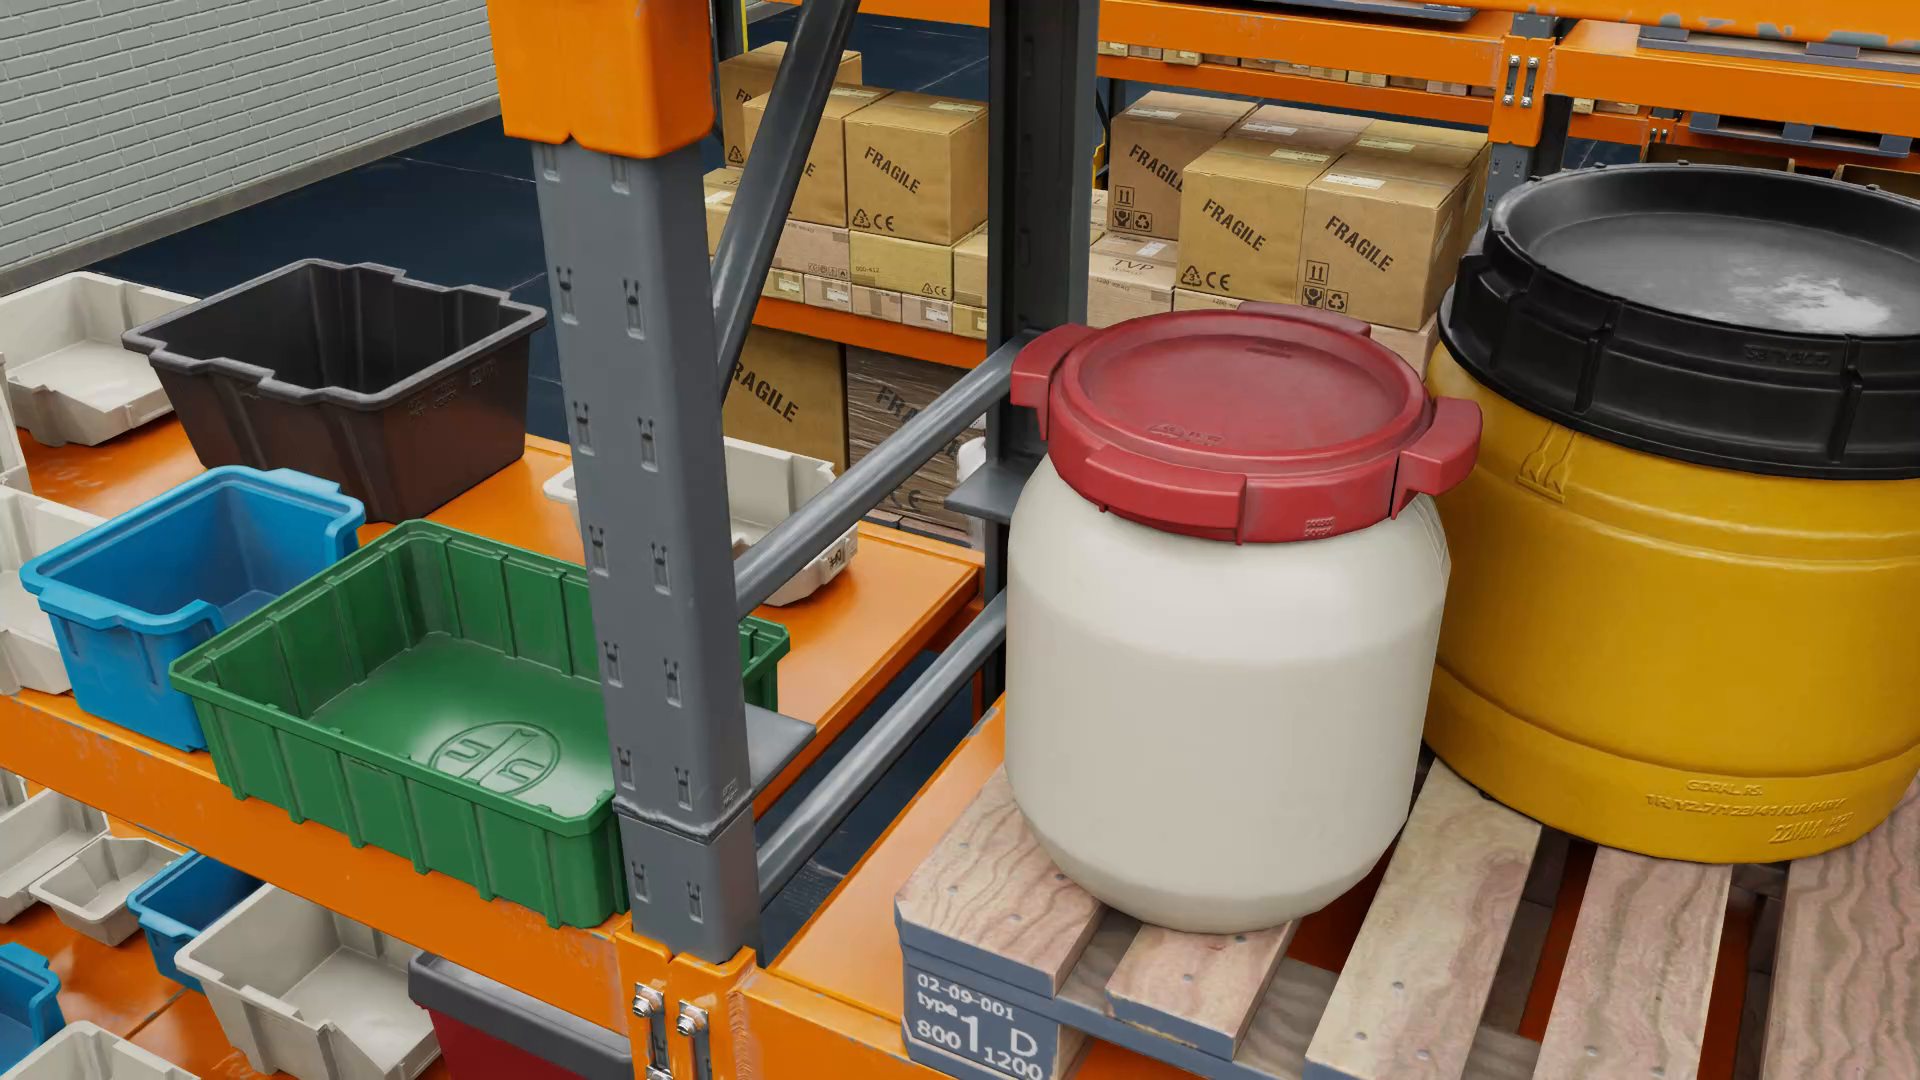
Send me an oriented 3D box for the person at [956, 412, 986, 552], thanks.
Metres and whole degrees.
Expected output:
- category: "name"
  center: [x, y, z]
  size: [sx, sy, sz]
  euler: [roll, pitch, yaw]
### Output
- category: "person"
  center: [0.270, 0.203, 6.232]
  size: [0.509, 1.775, 0.597]
  euler: [-9, 31, -15]
